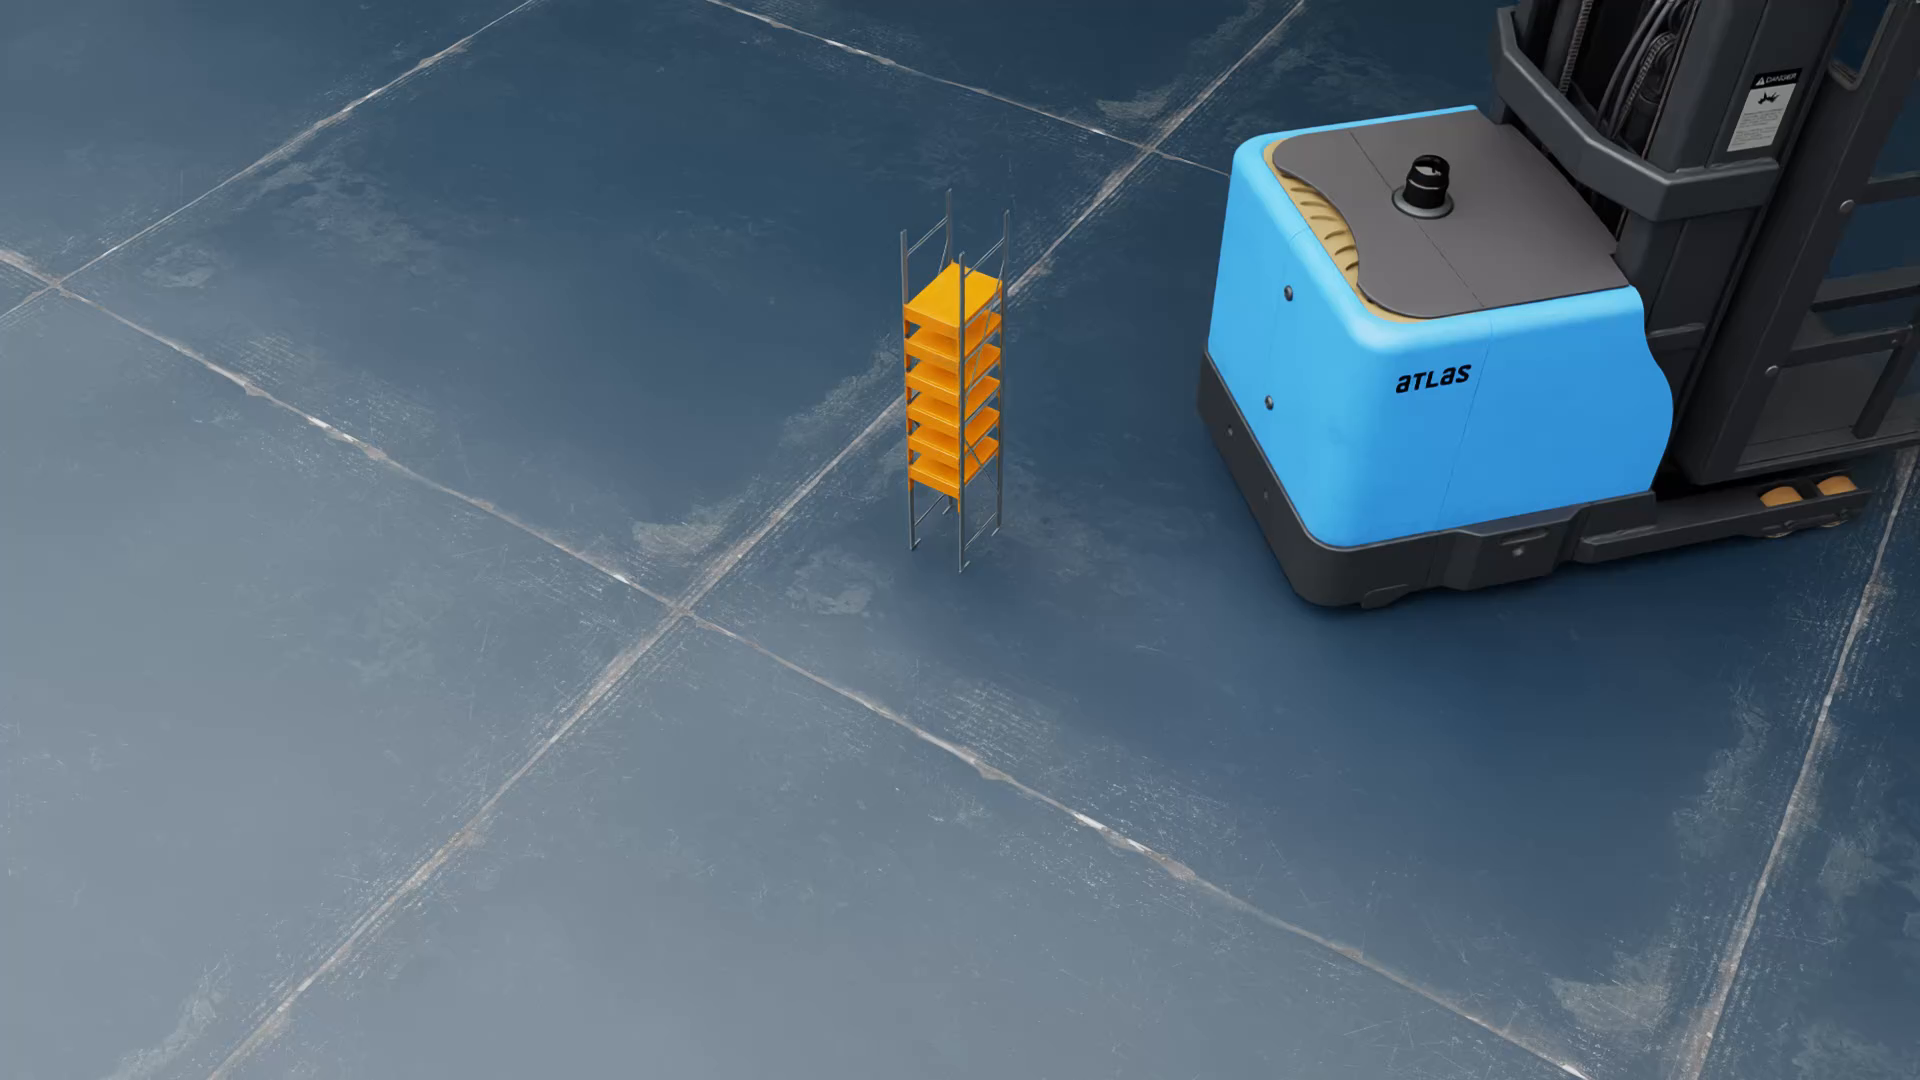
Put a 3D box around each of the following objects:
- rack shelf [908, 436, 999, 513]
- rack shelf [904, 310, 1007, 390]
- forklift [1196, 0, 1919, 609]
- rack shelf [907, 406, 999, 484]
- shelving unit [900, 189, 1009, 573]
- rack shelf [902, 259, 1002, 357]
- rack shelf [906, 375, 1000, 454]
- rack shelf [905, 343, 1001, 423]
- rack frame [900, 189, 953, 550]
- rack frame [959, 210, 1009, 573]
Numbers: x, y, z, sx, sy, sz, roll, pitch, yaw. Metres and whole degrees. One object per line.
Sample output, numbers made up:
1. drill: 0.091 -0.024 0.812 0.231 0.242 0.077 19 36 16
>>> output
1. rack shelf: -0.012 -0.226 5.029 0.180 0.103 0.258 25 51 22
2. rack shelf: -0.012 -0.560 4.685 0.180 0.103 0.258 25 51 22
3. forklift: 2.368 -1.387 4.554 3.031 2.935 1.130 -10 47 -10
4. rack shelf: -0.012 -0.309 4.943 0.180 0.103 0.258 25 51 22
5. shelving unit: -0.012 -0.424 4.825 0.189 1.200 0.258 25 51 22
6. rack shelf: -0.012 -0.644 4.599 0.180 0.103 0.258 25 51 22
7. rack shelf: -0.012 -0.393 4.857 0.180 0.103 0.258 25 51 22
8. rack shelf: -0.012 -0.476 4.771 0.180 0.103 0.258 25 51 22
9. rack frame: -0.089 -0.459 4.860 0.006 1.200 0.240 25 51 22
10. rack frame: 0.065 -0.388 4.791 0.006 1.200 0.240 25 51 22
